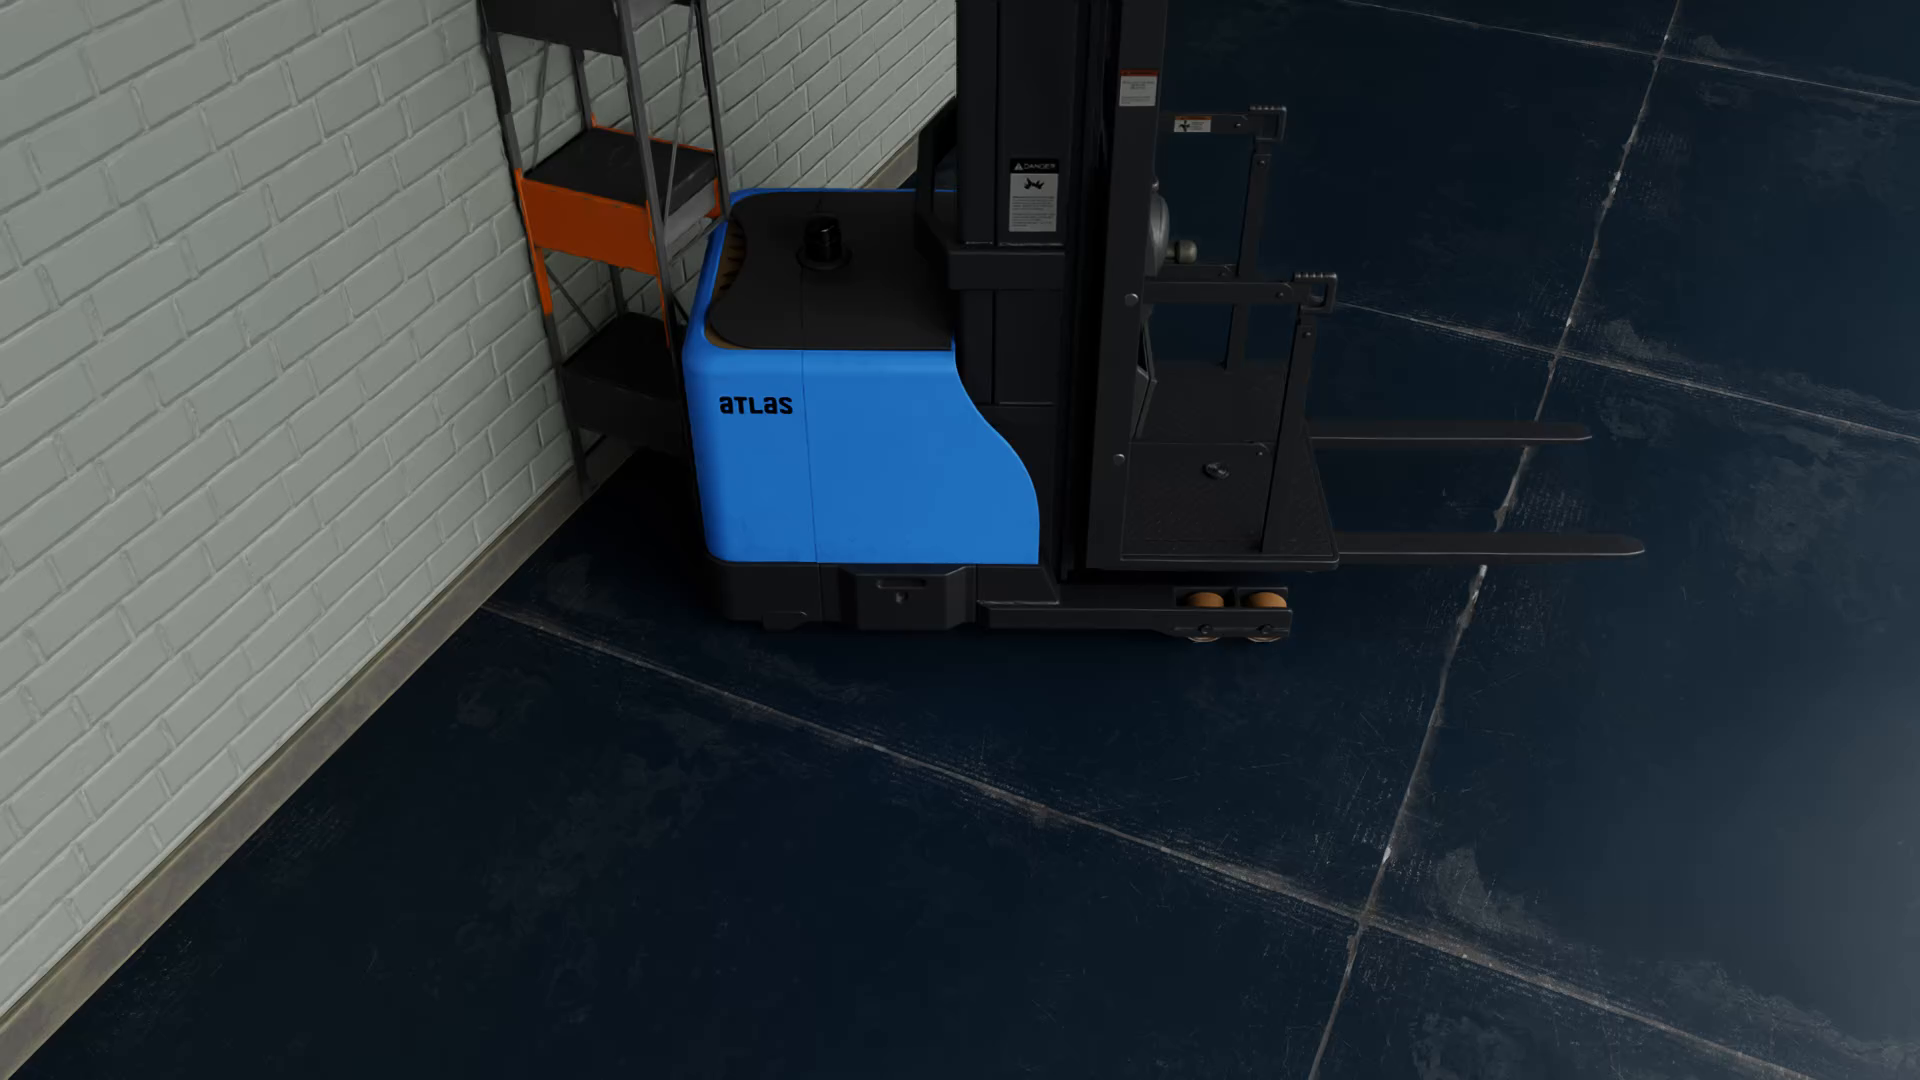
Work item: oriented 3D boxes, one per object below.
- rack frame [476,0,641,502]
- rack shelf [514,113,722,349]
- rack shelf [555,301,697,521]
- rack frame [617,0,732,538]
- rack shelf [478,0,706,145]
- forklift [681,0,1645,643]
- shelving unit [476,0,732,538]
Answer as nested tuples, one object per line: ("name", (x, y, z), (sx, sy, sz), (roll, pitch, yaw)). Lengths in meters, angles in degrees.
("rack frame", (-1.259, -1.054, 5.322), (0.015, 2.100, 0.400), (17, 44, 20))
("rack shelf", (-1.039, -0.978, 5.249), (0.480, 0.518, 0.431), (17, 44, 20))
("rack shelf", (-1.027, -0.446, 5.704), (0.480, 0.518, 0.431), (17, 44, 20))
("rack frame", (-0.818, -0.923, 5.158), (0.015, 2.100, 0.400), (17, 44, 20))
("rack shelf", (-1.050, -1.509, 4.793), (0.480, 0.518, 0.431), (17, 44, 20))
("forklift", (0.702, -1.129, 4.814), (3.031, 2.935, 1.130), (0, 41, 0))
("shelving unit", (-1.039, -0.988, 5.240), (0.503, 2.100, 0.431), (17, 44, 20))
